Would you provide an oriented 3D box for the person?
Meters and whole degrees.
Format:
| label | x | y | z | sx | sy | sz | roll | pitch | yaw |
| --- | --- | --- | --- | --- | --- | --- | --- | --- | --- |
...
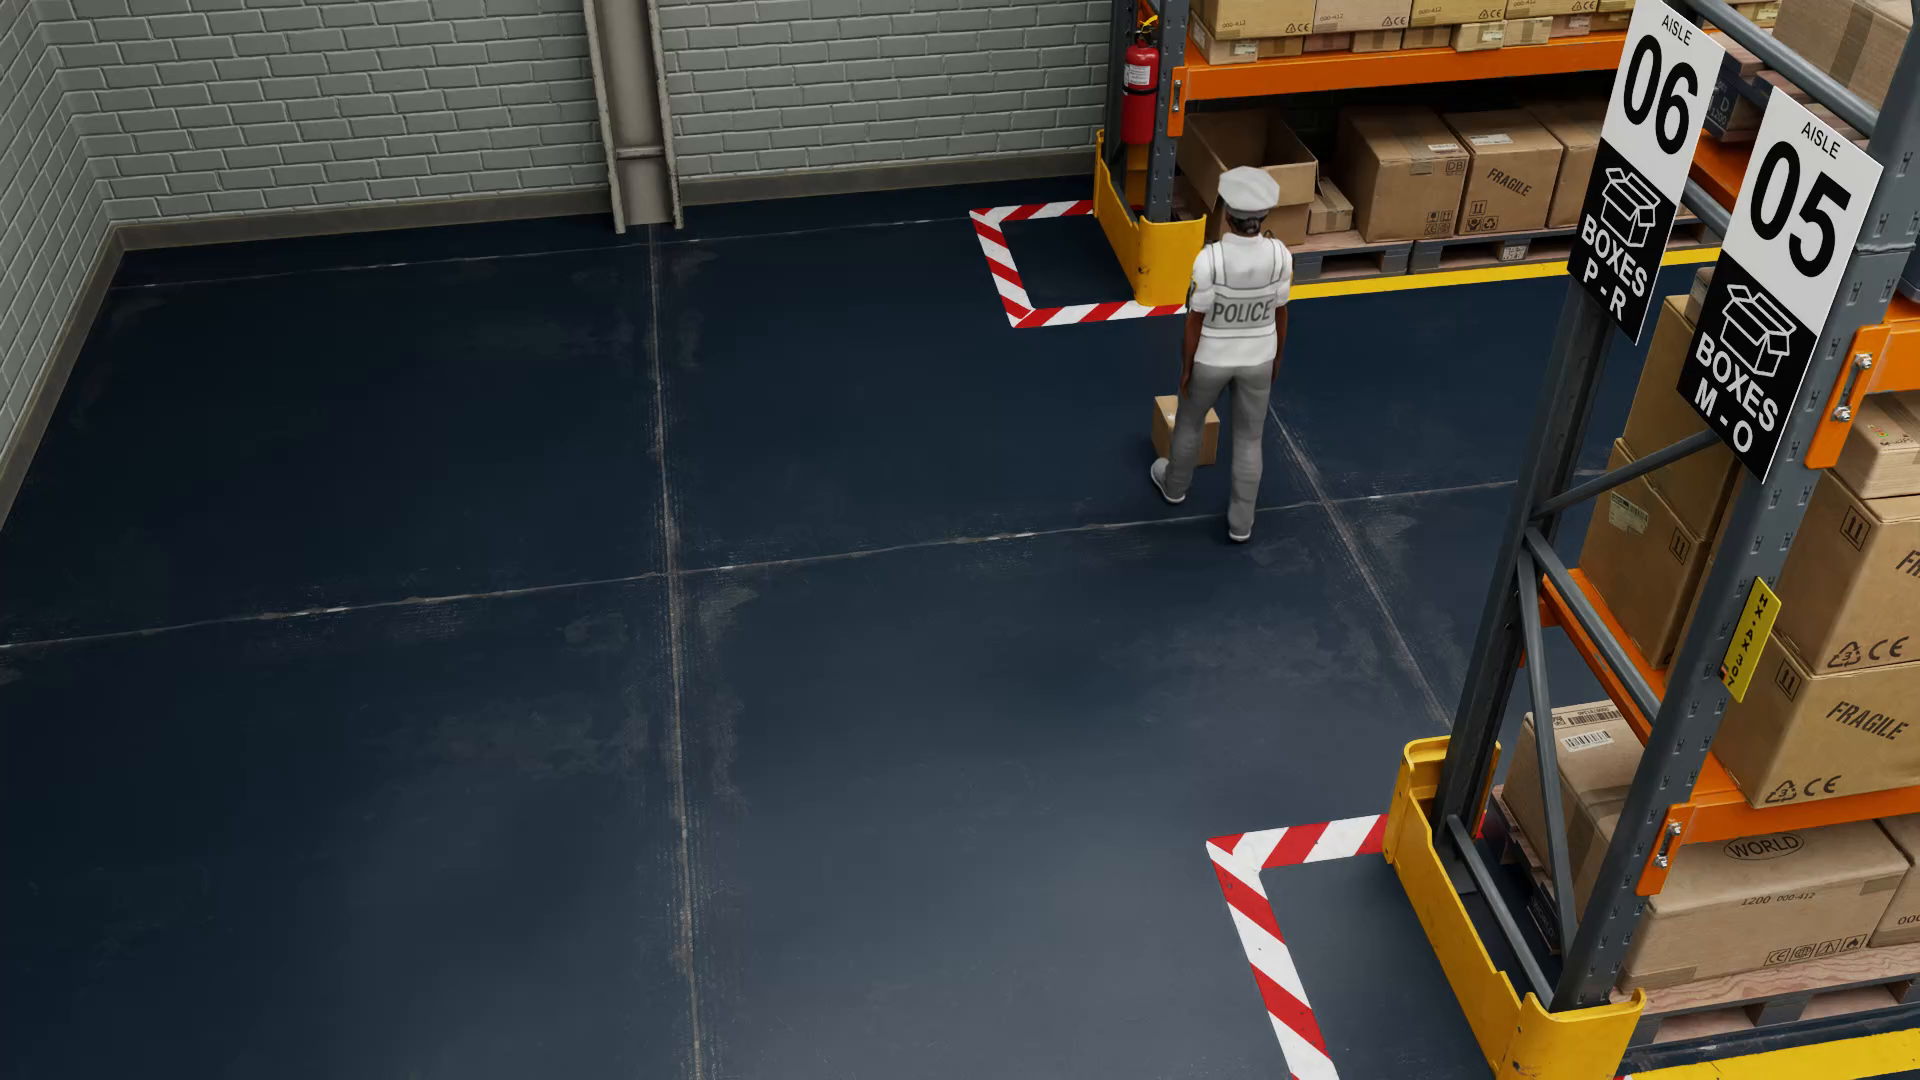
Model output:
| label | x | y | z | sx | sy | sz | roll | pitch | yaw |
| --- | --- | --- | --- | --- | --- | --- | --- | --- | --- |
| person | 1.142 | -0.808 | 7.136 | 0.469 | 1.674 | 0.607 | -2 | 39 | -3 |
